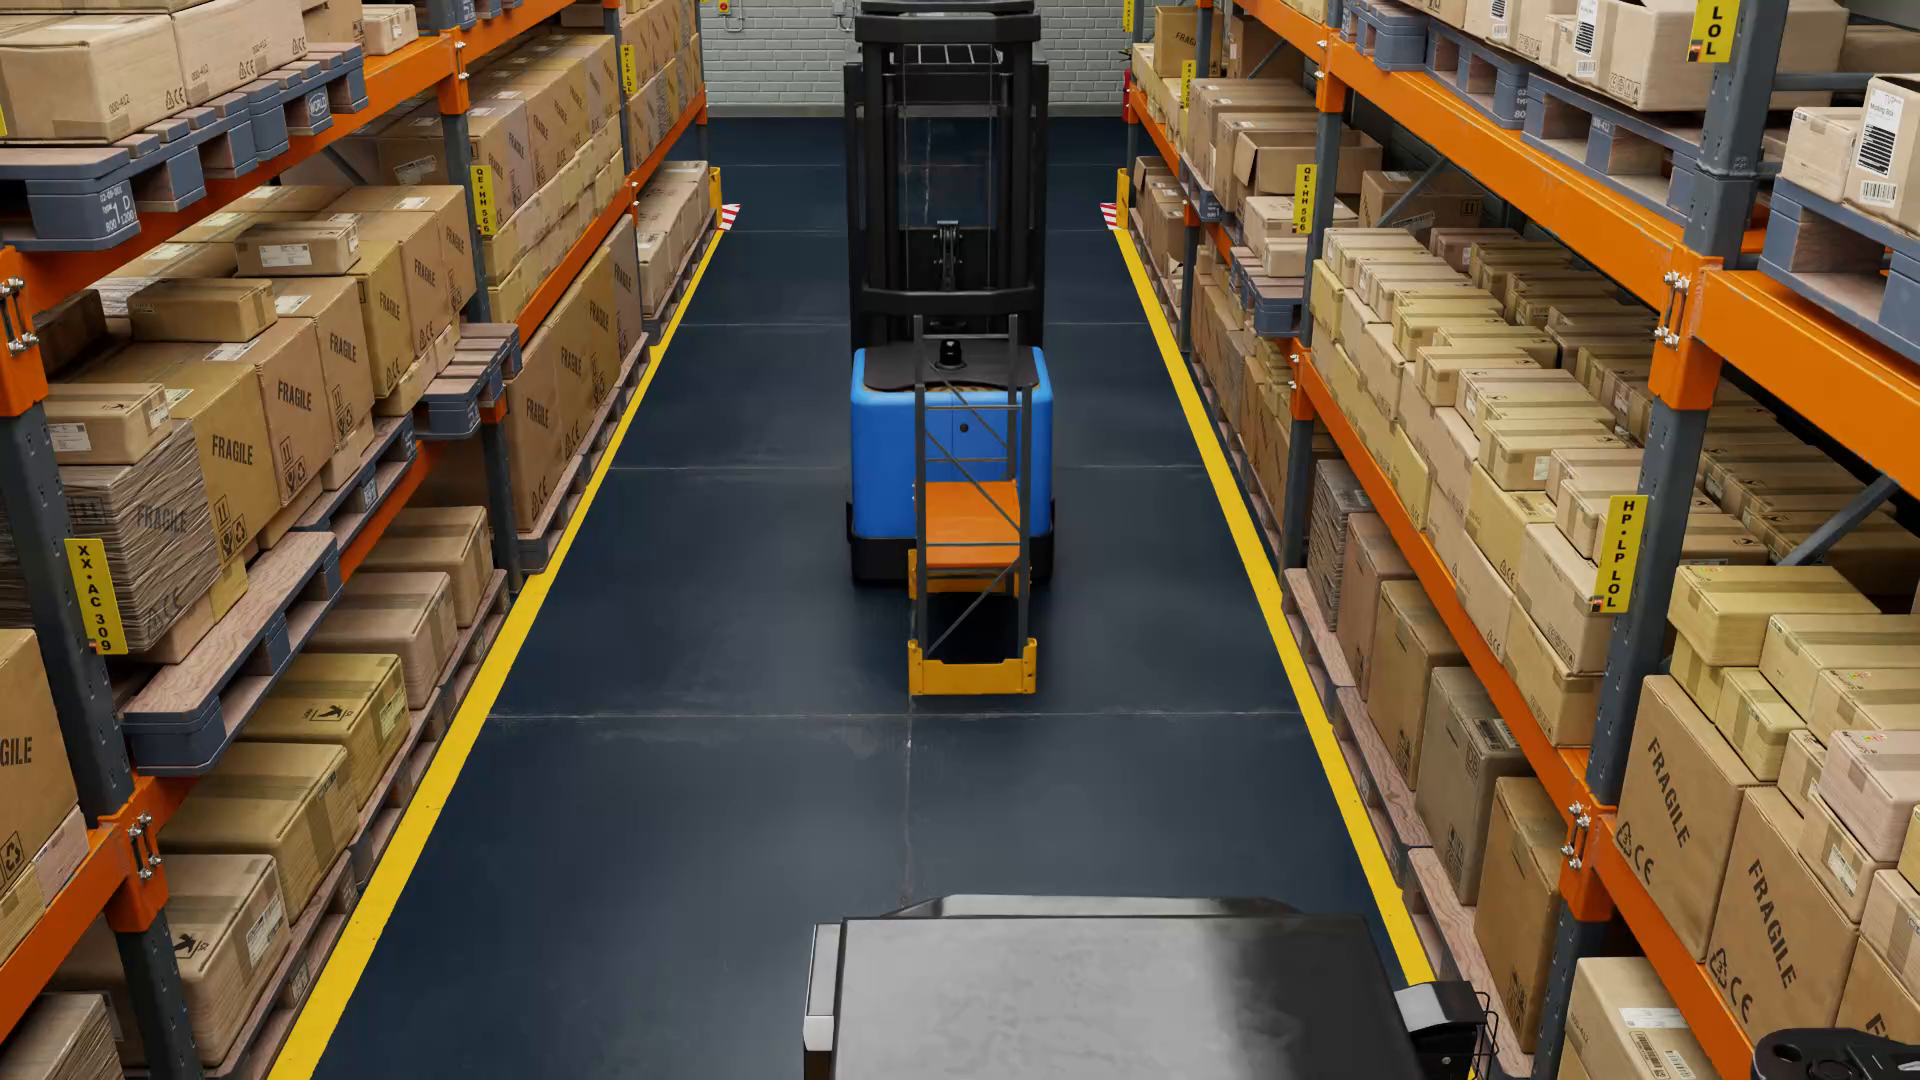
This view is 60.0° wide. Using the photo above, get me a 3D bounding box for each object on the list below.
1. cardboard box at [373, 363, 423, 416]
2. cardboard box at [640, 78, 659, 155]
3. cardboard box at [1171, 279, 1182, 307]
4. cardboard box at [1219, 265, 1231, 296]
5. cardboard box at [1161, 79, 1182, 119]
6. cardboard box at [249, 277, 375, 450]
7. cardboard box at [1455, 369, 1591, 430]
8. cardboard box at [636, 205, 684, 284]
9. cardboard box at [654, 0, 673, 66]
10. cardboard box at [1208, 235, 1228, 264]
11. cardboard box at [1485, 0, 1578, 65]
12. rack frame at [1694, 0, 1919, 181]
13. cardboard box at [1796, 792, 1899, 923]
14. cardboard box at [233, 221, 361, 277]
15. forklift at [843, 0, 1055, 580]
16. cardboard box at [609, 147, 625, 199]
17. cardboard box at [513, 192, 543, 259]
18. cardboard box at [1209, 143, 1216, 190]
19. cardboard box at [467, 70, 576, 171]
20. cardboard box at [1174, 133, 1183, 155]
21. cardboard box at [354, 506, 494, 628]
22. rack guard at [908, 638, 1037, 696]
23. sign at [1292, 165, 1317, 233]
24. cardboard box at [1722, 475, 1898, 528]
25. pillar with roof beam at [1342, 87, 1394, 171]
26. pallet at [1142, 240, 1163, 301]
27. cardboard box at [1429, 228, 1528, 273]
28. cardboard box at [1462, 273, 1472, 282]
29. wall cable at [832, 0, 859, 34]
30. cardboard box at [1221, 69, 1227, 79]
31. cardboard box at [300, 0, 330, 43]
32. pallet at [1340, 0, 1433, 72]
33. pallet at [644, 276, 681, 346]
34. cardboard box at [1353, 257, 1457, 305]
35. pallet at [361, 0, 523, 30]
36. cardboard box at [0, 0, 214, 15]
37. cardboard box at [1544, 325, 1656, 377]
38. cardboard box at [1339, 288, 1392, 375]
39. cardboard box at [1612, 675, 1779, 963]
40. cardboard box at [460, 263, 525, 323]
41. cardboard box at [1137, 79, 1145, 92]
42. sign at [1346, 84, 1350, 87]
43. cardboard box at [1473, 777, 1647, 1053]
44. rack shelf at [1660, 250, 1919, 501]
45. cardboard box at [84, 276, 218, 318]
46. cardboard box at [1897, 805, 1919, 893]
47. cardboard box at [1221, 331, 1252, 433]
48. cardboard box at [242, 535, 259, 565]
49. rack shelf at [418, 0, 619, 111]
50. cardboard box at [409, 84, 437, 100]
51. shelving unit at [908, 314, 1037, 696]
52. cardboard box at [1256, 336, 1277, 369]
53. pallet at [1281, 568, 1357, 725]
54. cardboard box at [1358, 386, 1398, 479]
[{"bbox_3d":[-2.416,-0.614,6.763,0.380,0.149,0.250,0,24,0],"label":"cardboard box"},{"bbox_3d":[-2.578,-3.198,12.559,0.500,0.500,0.500,0,24,0],"label":"cardboard box"},{"bbox_3d":[1.831,-1.895,12.749,0.380,0.149,0.250,-1,24,-2],"label":"cardboard box"},{"bbox_3d":[1.963,-1.753,11.224,0.380,0.149,0.250,-1,24,-3],"label":"cardboard box"},{"bbox_3d":[1.869,-3.462,13.085,0.500,0.250,0.500,0,24,-1],"label":"cardboard box"},{"bbox_3d":[-2.478,-0.642,6.038,0.500,0.500,0.500,-1,24,-3],"label":"cardboard box"},{"bbox_3d":[1.949,-0.485,5.773,0.380,0.149,0.250,0,24,0],"label":"cardboard box"},{"bbox_3d":[-2.743,-2.402,13.521,0.875,0.438,0.875,-1,24,-2],"label":"cardboard box"},{"bbox_3d":[-2.592,-4.076,13.287,0.500,0.500,0.500,0,24,-1],"label":"cardboard box"},{"bbox_3d":[1.919,-2.002,11.411,0.380,0.149,0.250,-1,24,-3],"label":"cardboard box"},{"bbox_3d":[1.958,-1.654,5.104,0.500,0.311,0.500,-1,24,-2],"label":"cardboard box"},{"bbox_3d":[2.218,-2.211,3.218,1.000,3.000,0.127,0,24,-1],"label":"rack frame"},{"bbox_3d":[1.922,0.630,3.309,0.380,0.149,0.250,0,24,1],"label":"cardboard box"},{"bbox_3d":[-2.489,-1.097,6.256,0.380,0.149,0.250,-1,24,-3],"label":"cardboard box"},{"bbox_3d":[-0.081,-1.689,9.428,1.130,2.935,3.031,-1,24,-2],"label":"forklift"},{"bbox_3d":[-2.576,-2.498,11.315,0.500,0.250,0.500,-1,24,-2],"label":"cardboard box"},{"bbox_3d":[-2.552,-1.684,8.909,0.500,0.250,0.500,0,24,1],"label":"cardboard box"},{"bbox_3d":[1.762,-2.330,10.415,0.396,0.266,0.258,1,24,2],"label":"cardboard box"},{"bbox_3d":[-2.557,-2.433,9.655,0.500,0.500,0.500,0,24,0],"label":"cardboard box"},{"bbox_3d":[1.823,-3.004,12.557,0.380,0.149,0.250,0,24,1],"label":"cardboard box"},{"bbox_3d":[-2.793,0.137,7.986,0.950,0.372,0.625,-2,24,-4],"label":"cardboard box"},{"bbox_3d":[0.057,0.584,7.655,0.587,0.250,0.087,-1,24,-2],"label":"rack guard"},{"bbox_3d":[1.632,-1.611,7.863,0.100,0.325,0.005,0,24,-1],"label":"sign"},{"bbox_3d":[2.478,-0.075,4.868,0.380,0.149,0.250,-1,24,-2],"label":"cardboard box"},{"bbox_3d":[-1.281,-5.779,11.108,9.100,9.000,0.400,0,24,-1],"label":"pillar with roof beam"},{"bbox_3d":[2.108,-2.290,14.058,1.003,0.211,1.213,0,24,-1],"label":"pallet"},{"bbox_3d":[2.380,-1.334,7.650,0.380,0.149,0.250,1,24,1],"label":"cardboard box"},{"bbox_3d":[2.457,-1.101,7.621,0.500,0.250,0.500,0,24,1],"label":"cardboard box"},{"bbox_3d":[-1.543,-7.196,20.288,0.588,1.984,0.122,0,24,-1],"label":"wall cable"},{"bbox_3d":[2.368,-3.669,13.544,0.500,0.250,0.500,0,24,-1],"label":"cardboard box"},{"bbox_3d":[-2.744,-1.887,6.017,0.797,0.503,0.637,0,24,-1],"label":"cardboard box"},{"bbox_3d":[2.271,-2.127,6.902,1.213,0.211,1.003,1,24,2],"label":"pallet"},{"bbox_3d":[-2.763,-1.793,12.959,1.003,0.211,1.213,0,24,-1],"label":"pallet"},{"bbox_3d":[1.916,-1.118,7.174,0.380,0.149,0.250,0,24,1],"label":"cardboard box"},{"bbox_3d":[-2.849,-2.648,8.053,1.213,0.211,1.003,1,24,2],"label":"pallet"},{"bbox_3d":[-2.367,-1.619,4.616,0.500,0.250,0.500,-1,24,-2],"label":"cardboard box"},{"bbox_3d":[2.416,-0.701,6.252,0.380,0.149,0.250,0,24,1],"label":"cardboard box"},{"bbox_3d":[1.939,-0.895,7.164,0.500,0.250,0.500,0,24,1],"label":"cardboard box"},{"bbox_3d":[1.962,0.661,4.027,0.500,0.500,0.500,-1,24,-2],"label":"cardboard box"},{"bbox_3d":[-2.543,-1.236,8.526,0.500,0.250,0.500,-1,24,-1],"label":"cardboard box"},{"bbox_3d":[1.816,-4.171,15.137,0.380,0.149,0.250,0,24,-1],"label":"cardboard box"},{"bbox_3d":[2.685,-3.306,11.514,0.100,0.325,0.005,0,24,-1],"label":"sign"},{"bbox_3d":[2.201,1.198,5.333,0.875,0.625,0.625,1,24,2],"label":"cardboard box"},{"bbox_3d":[2.240,0.308,2.163,1.077,0.370,4.000,0,24,-1],"label":"rack shelf"},{"bbox_3d":[-2.993,-0.648,6.051,0.500,0.500,0.500,-1,24,-3],"label":"cardboard box"},{"bbox_3d":[1.960,0.604,3.004,0.380,0.149,0.250,-1,24,-1],"label":"cardboard box"},{"bbox_3d":[1.927,-0.987,10.317,0.500,0.500,0.500,-1,24,-2],"label":"cardboard box"},{"bbox_3d":[-2.509,0.021,5.359,0.380,0.149,0.250,1,24,3],"label":"cardboard box"},{"bbox_3d":[-2.811,-2.965,9.399,1.077,0.370,4.000,0,24,-1],"label":"rack shelf"},{"bbox_3d":[-3.069,-2.231,9.208,0.500,0.500,0.500,0,24,-1],"label":"cardboard box"},{"bbox_3d":[0.042,-0.191,7.851,0.587,1.500,1.083,-1,24,-2],"label":"shelving unit"},{"bbox_3d":[1.962,-1.109,9.798,0.380,0.149,0.250,-1,24,-1],"label":"cardboard box"},{"bbox_3d":[2.144,0.484,7.923,1.003,0.211,1.213,0,24,-1],"label":"pallet"},{"bbox_3d":[1.948,-0.454,6.796,0.500,0.250,0.500,-1,24,-2],"label":"cardboard box"}]
